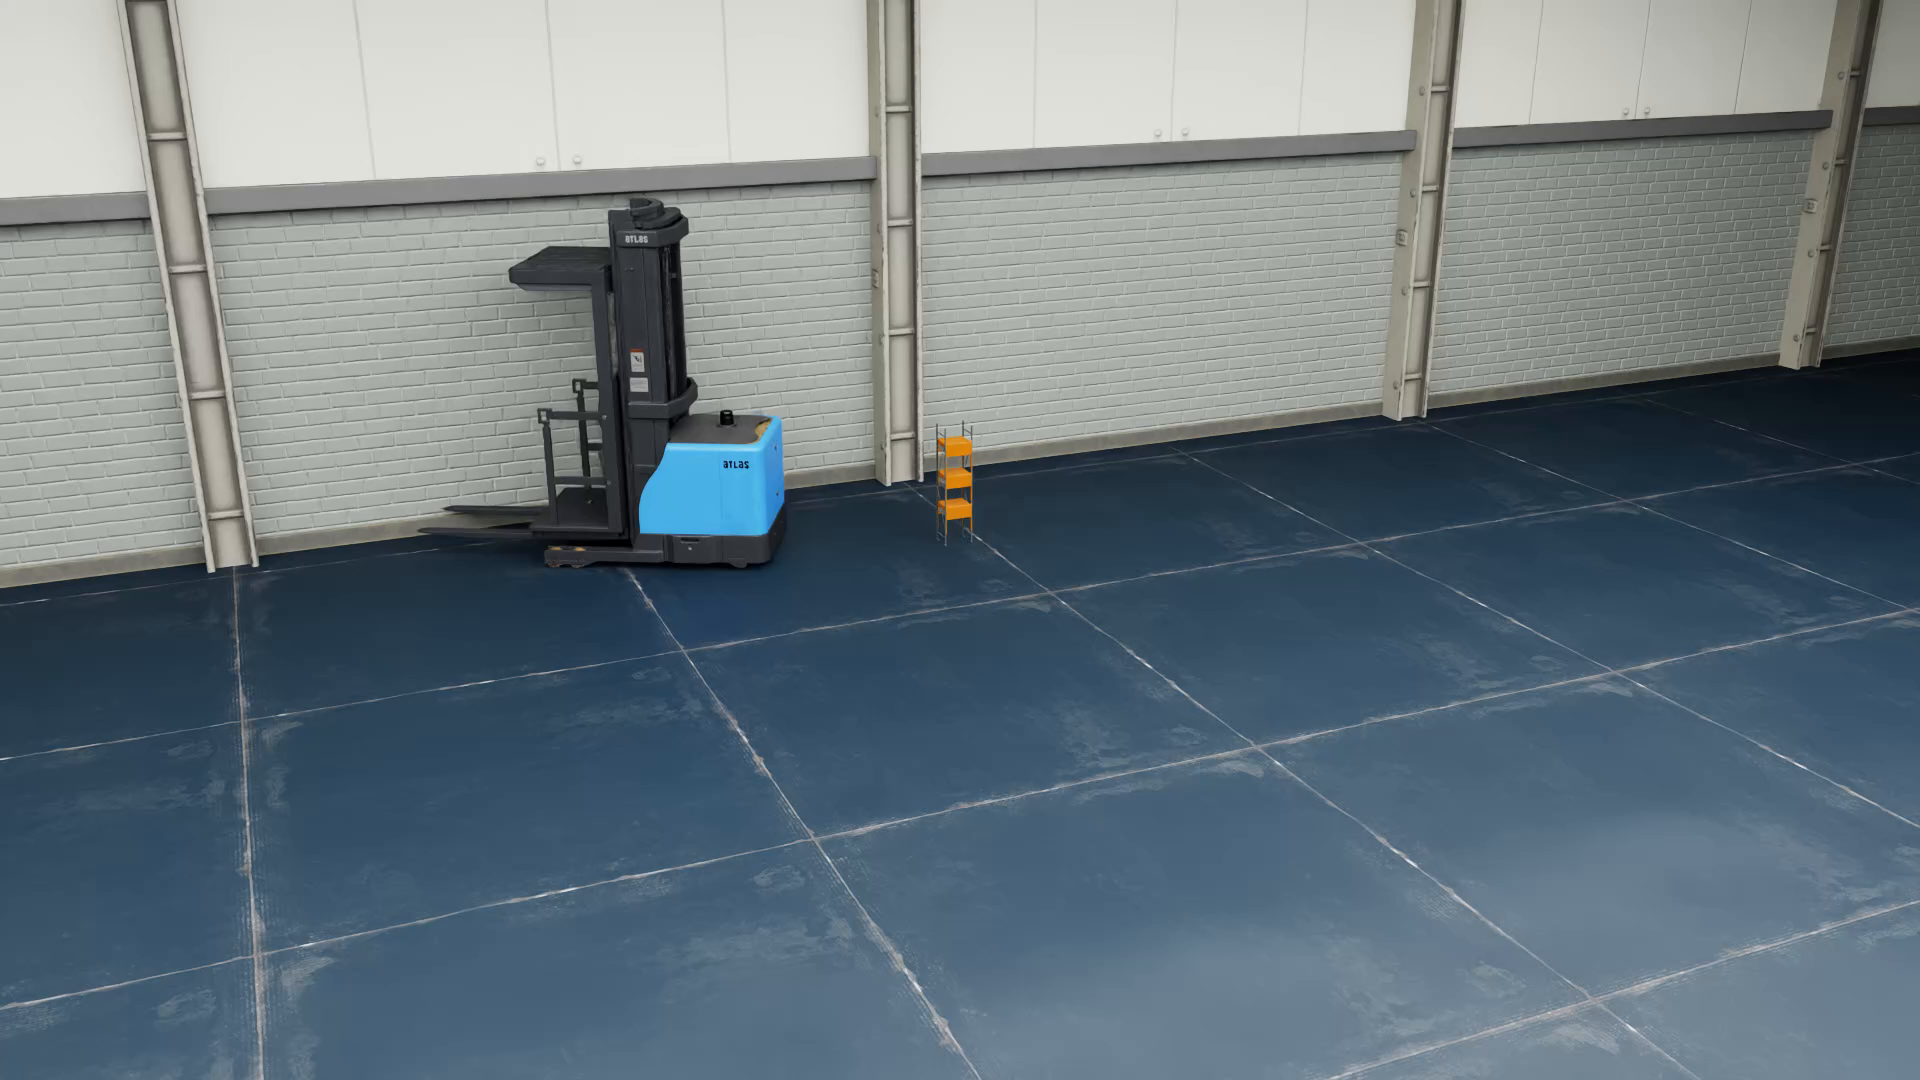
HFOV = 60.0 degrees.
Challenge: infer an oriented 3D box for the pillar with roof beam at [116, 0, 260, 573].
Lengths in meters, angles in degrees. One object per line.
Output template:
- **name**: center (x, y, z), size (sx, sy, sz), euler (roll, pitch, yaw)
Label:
- **pillar with roof beam**: center (-4.396, -2.734, 8.739), size (0.400, 9.000, 9.100), euler (-8, 21, -22)

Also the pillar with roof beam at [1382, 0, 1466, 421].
- **pillar with roof beam**: center (6.622, -4.313, 13.222), size (0.400, 9.000, 9.100), euler (-8, 21, -22)

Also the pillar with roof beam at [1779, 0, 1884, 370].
- **pillar with roof beam**: center (12.132, -5.102, 15.464), size (0.400, 9.000, 9.100), euler (-8, 21, -22)

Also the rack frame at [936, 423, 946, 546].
- **rack frame**: center (-0.161, -0.472, 14.282), size (0.008, 1.050, 0.200), euler (-8, 21, -22)

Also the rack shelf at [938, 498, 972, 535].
- **rack shelf**: center (-0.049, -0.216, 14.423), size (0.240, 0.259, 0.215), euler (-8, 21, -22)

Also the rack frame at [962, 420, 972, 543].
- **rack frame**: center (0.063, -0.504, 14.373), size (0.008, 1.050, 0.200), euler (-8, 21, -22)

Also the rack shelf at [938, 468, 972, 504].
- **rack shelf**: center (-0.049, -0.478, 14.331), size (0.240, 0.259, 0.215), euler (-8, 21, -22)

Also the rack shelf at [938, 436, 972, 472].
- **rack shelf**: center (-0.049, -0.746, 14.237), size (0.240, 0.259, 0.215), euler (-8, 21, -22)

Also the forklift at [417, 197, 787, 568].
- **forklift**: center (-3.064, -1.324, 13.870), size (3.031, 2.935, 1.130), euler (1, 19, 4)

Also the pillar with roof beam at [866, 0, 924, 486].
- **pillar with roof beam**: center (1.113, -3.524, 10.980), size (0.400, 9.000, 9.100), euler (-8, 21, -22)

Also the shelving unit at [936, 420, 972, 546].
- **shelving unit**: center (-0.049, -0.488, 14.328), size (0.252, 1.050, 0.215), euler (-8, 21, -22)
